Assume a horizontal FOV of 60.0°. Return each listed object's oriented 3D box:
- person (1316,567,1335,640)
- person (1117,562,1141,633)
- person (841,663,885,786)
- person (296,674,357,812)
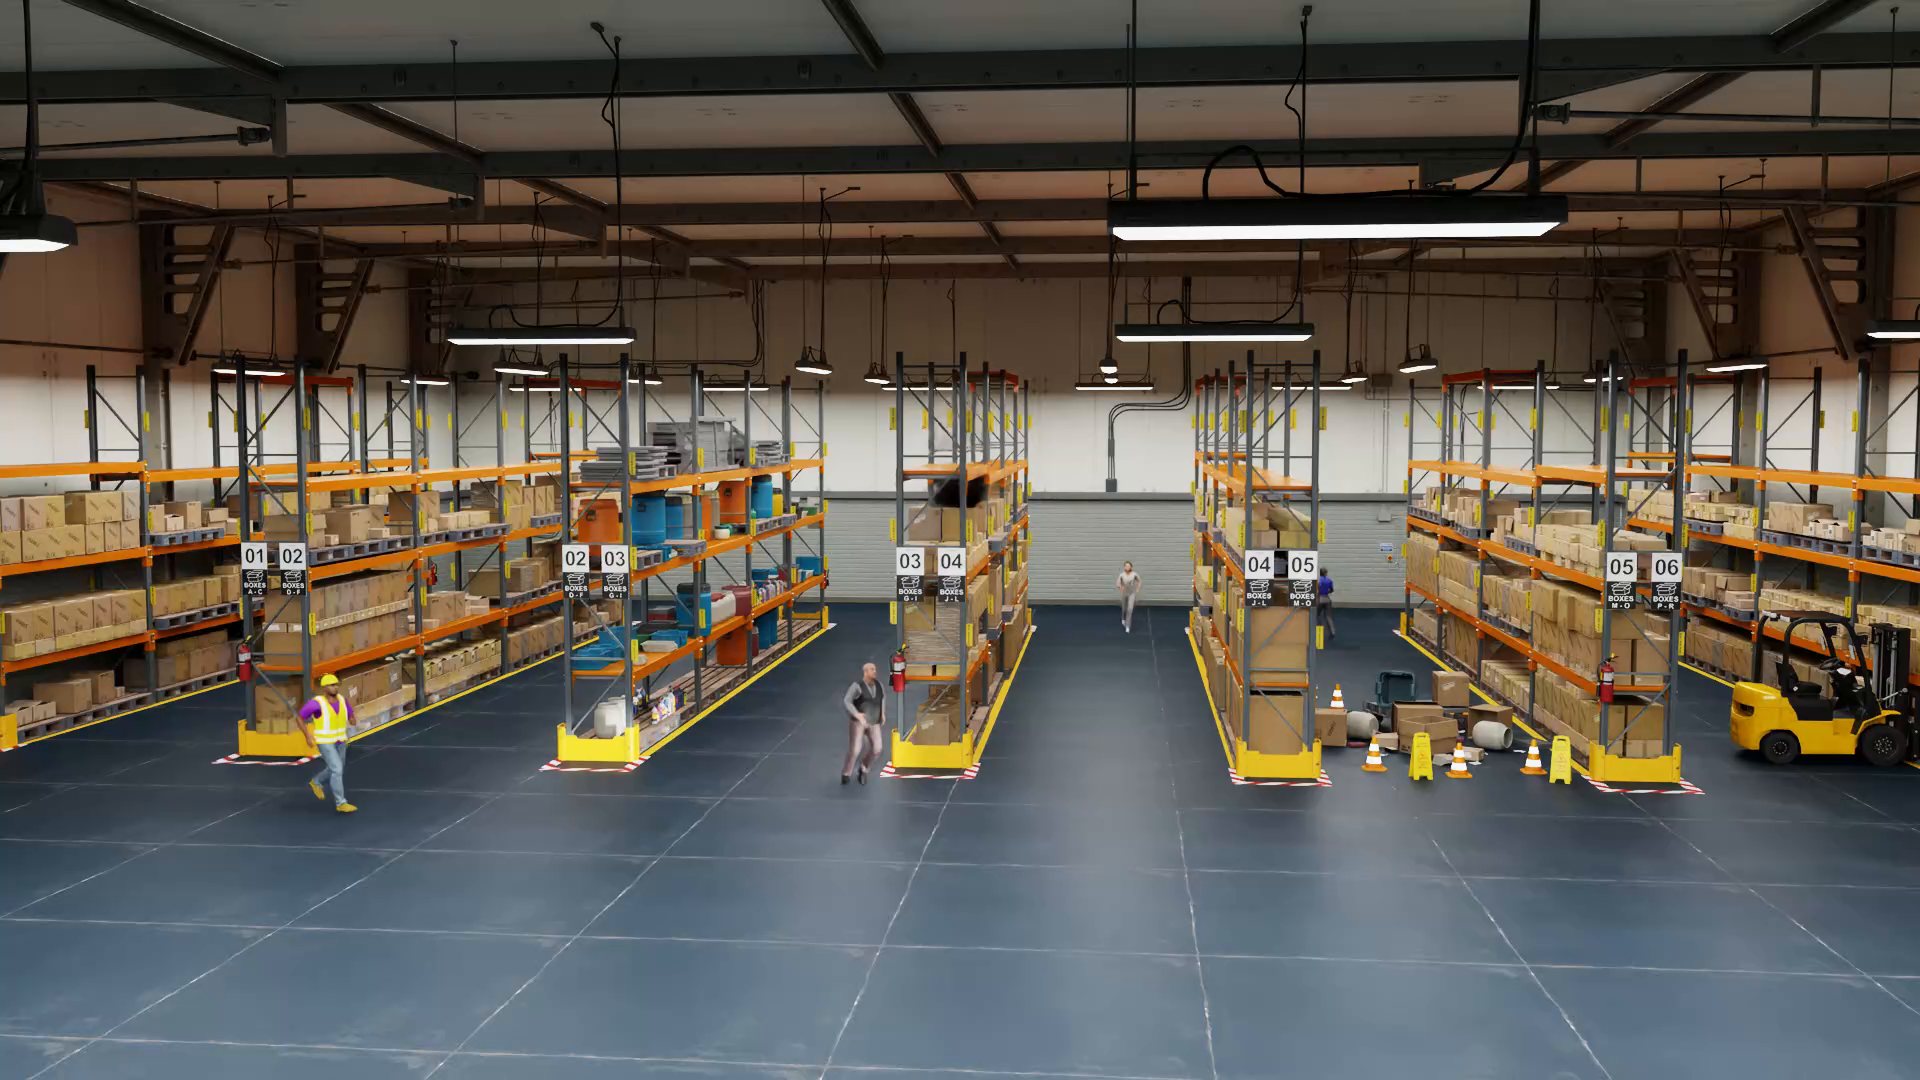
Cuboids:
[{"bbox_3d":[8.285,1.468,37.907,0.586,1.700,0.855,-1,4,-16],"label":"person"},{"bbox_3d":[4.047,1.350,39.859,0.577,1.672,0.910,1,4,10],"label":"person"},{"bbox_3d":[-1.274,2.538,22.941,0.714,1.686,0.573,-2,5,-28],"label":"person"},{"bbox_3d":[-8.108,2.592,21.380,0.915,1.749,0.705,2,5,30],"label":"person"}]
